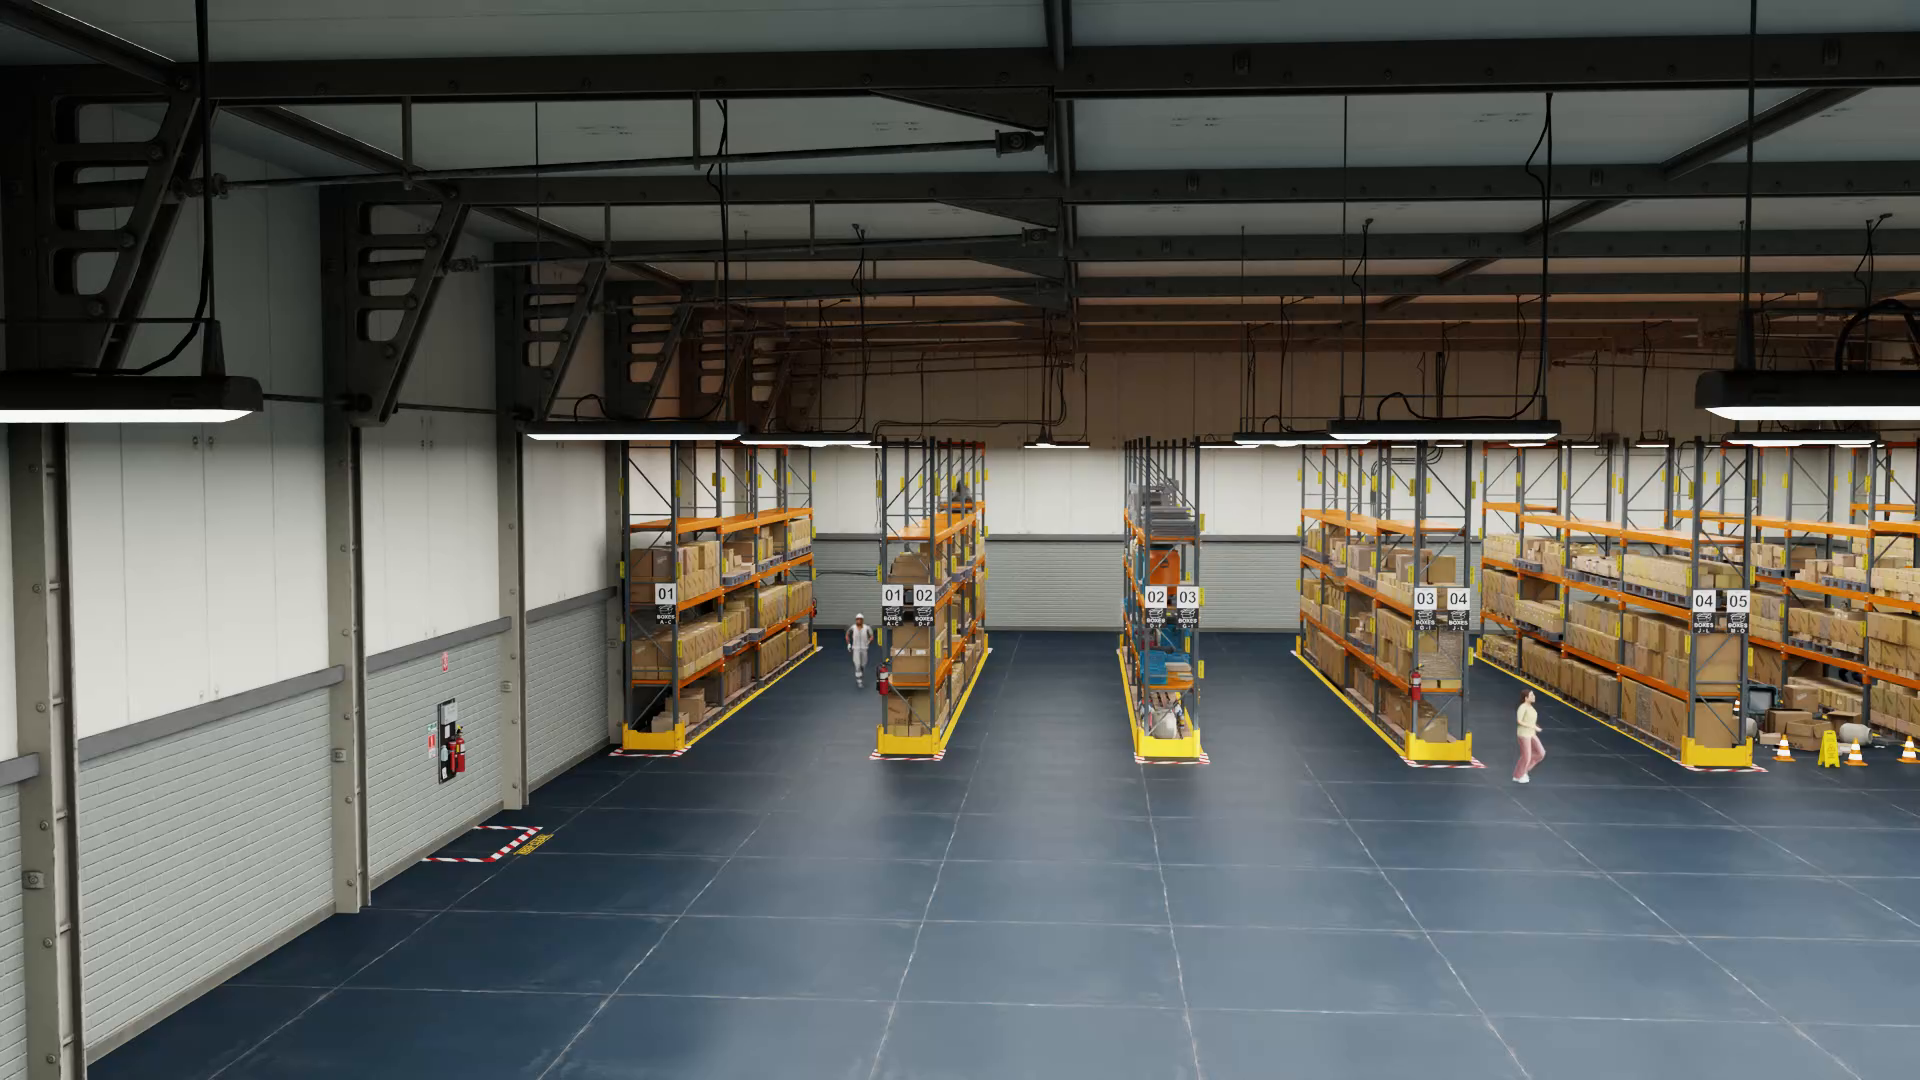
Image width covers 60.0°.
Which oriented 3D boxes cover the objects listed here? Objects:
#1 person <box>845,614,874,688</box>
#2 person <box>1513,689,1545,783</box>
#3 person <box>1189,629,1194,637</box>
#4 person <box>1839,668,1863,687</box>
[{"bbox_3d":[-2.443,2.685,40.568,0.697,1.785,0.814,0,3,-8],"label":"person"},{"bbox_3d":[9.760,3.370,28.571,0.553,1.634,0.576,3,4,43],"label":"person"},{"bbox_3d":[6.558,2.240,48.568,0.880,1.762,0.753,0,3,8],"label":"person"},{"bbox_3d":[20.906,2.861,38.981,0.602,1.613,0.802,0,3,4],"label":"person"}]
